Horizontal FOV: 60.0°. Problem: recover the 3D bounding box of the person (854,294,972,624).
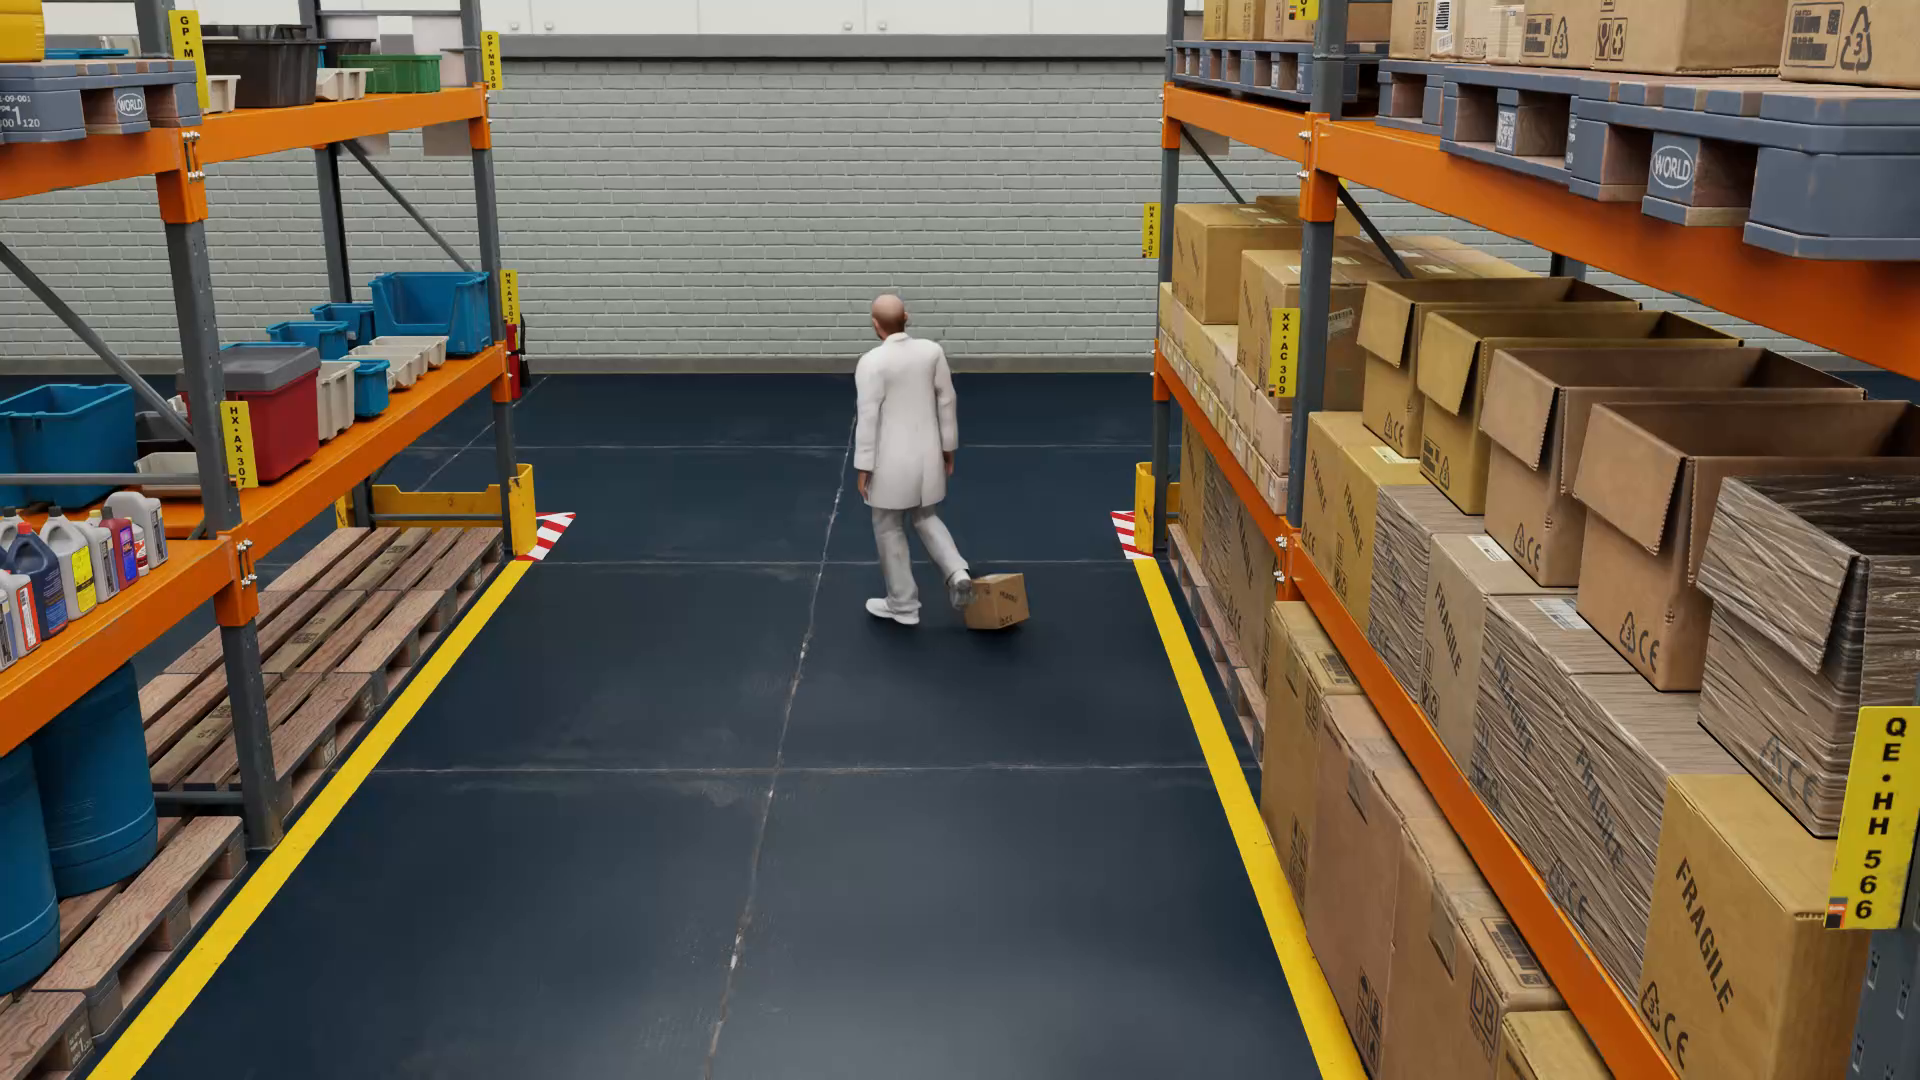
[{"bbox_3d":[-0.225,-0.405,8.835,0.639,1.760,0.660,-12,21,-35],"label":"person"}]
